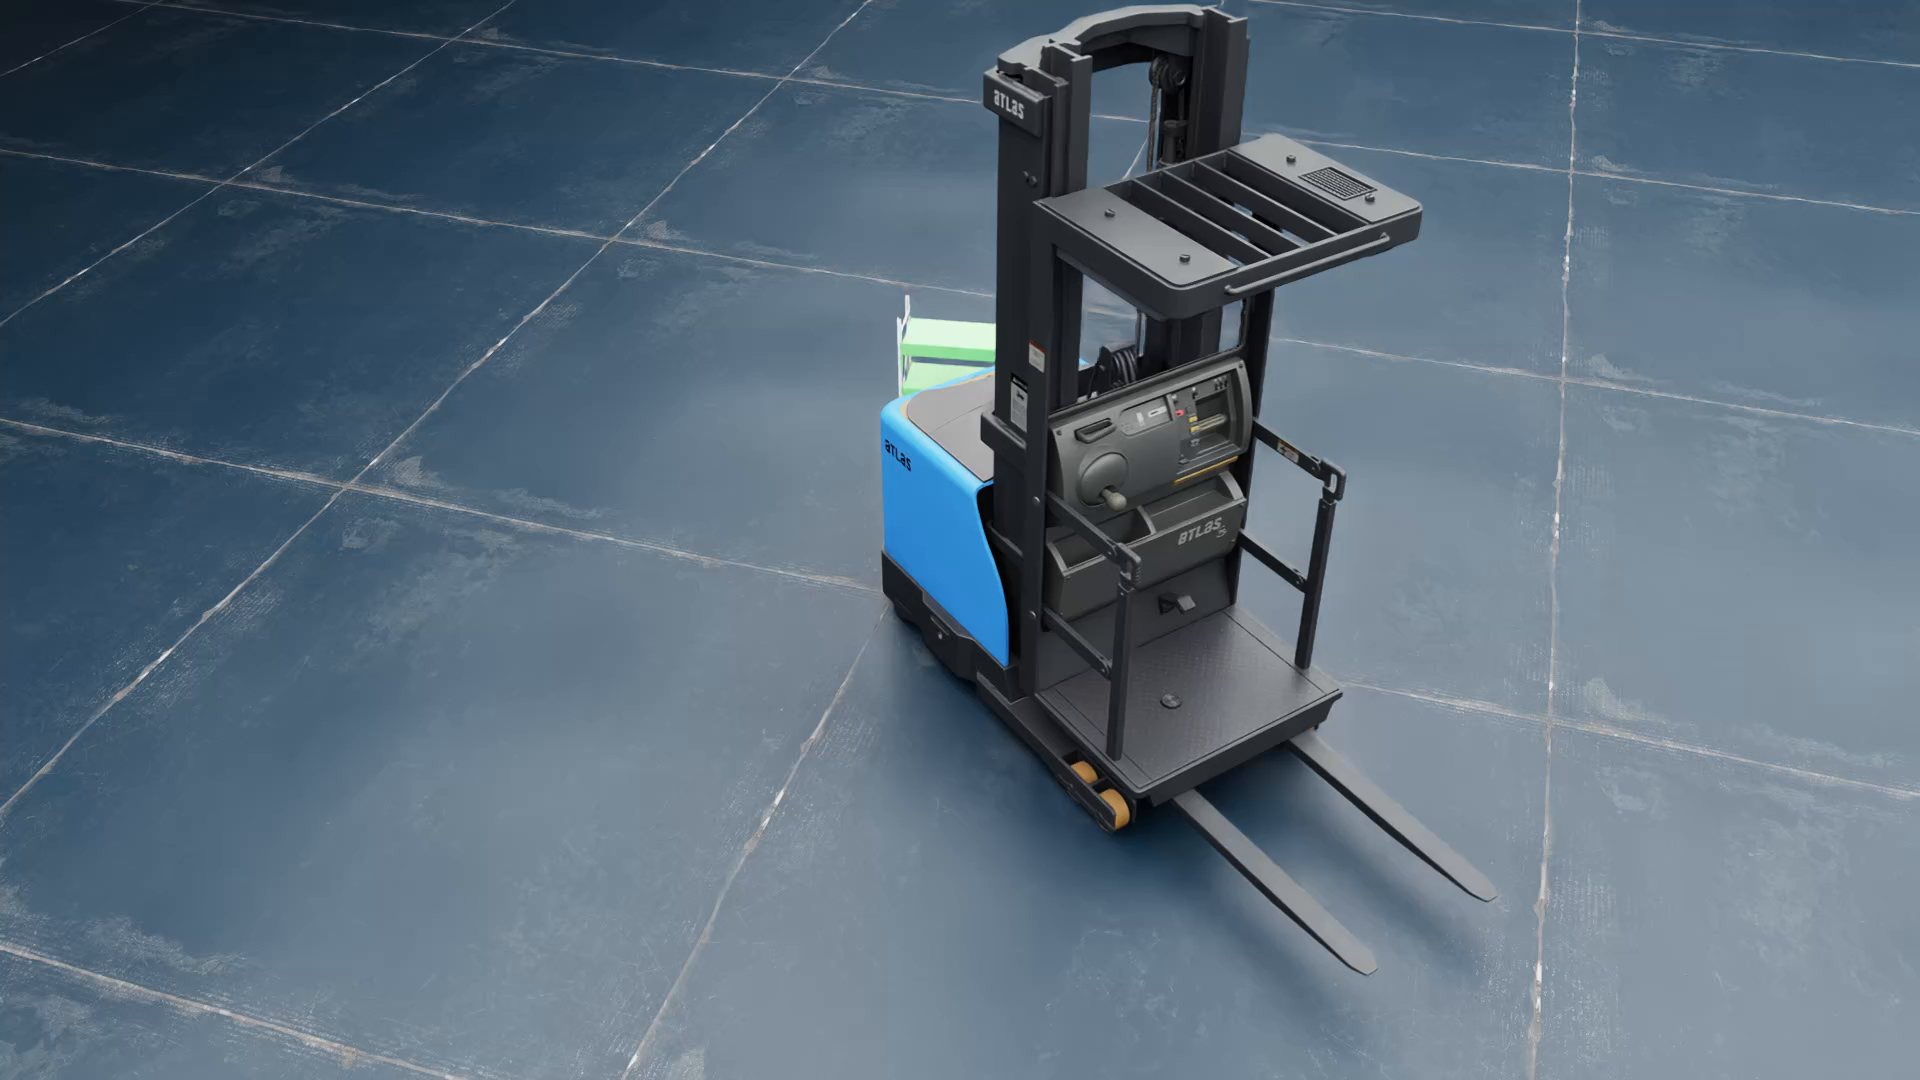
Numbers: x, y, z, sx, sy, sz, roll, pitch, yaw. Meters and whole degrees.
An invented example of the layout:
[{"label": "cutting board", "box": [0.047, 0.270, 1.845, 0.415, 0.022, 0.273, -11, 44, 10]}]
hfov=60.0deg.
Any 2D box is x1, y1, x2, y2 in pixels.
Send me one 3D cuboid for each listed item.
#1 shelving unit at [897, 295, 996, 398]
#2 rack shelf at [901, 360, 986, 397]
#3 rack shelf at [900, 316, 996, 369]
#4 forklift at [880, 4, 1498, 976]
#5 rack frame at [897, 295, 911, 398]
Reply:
[{"label": "shelving unit", "box": [-0.021, -0.570, 8.013, 0.503, 1.200, 0.258, 5, 37, 7]}, {"label": "rack shelf", "box": [-0.021, -0.712, 7.908, 0.480, 0.148, 0.258, 5, 37, 7]}, {"label": "rack shelf", "box": [-0.021, -0.905, 7.766, 0.480, 0.148, 0.258, 5, 37, 7]}, {"label": "forklift", "box": [0.866, -0.338, 6.236, 1.130, 2.935, 3.031, -21, 41, -26]}, {"label": "rack frame", "box": [-0.262, -0.592, 8.042, 0.015, 1.200, 0.240, 5, 37, 7]}]
